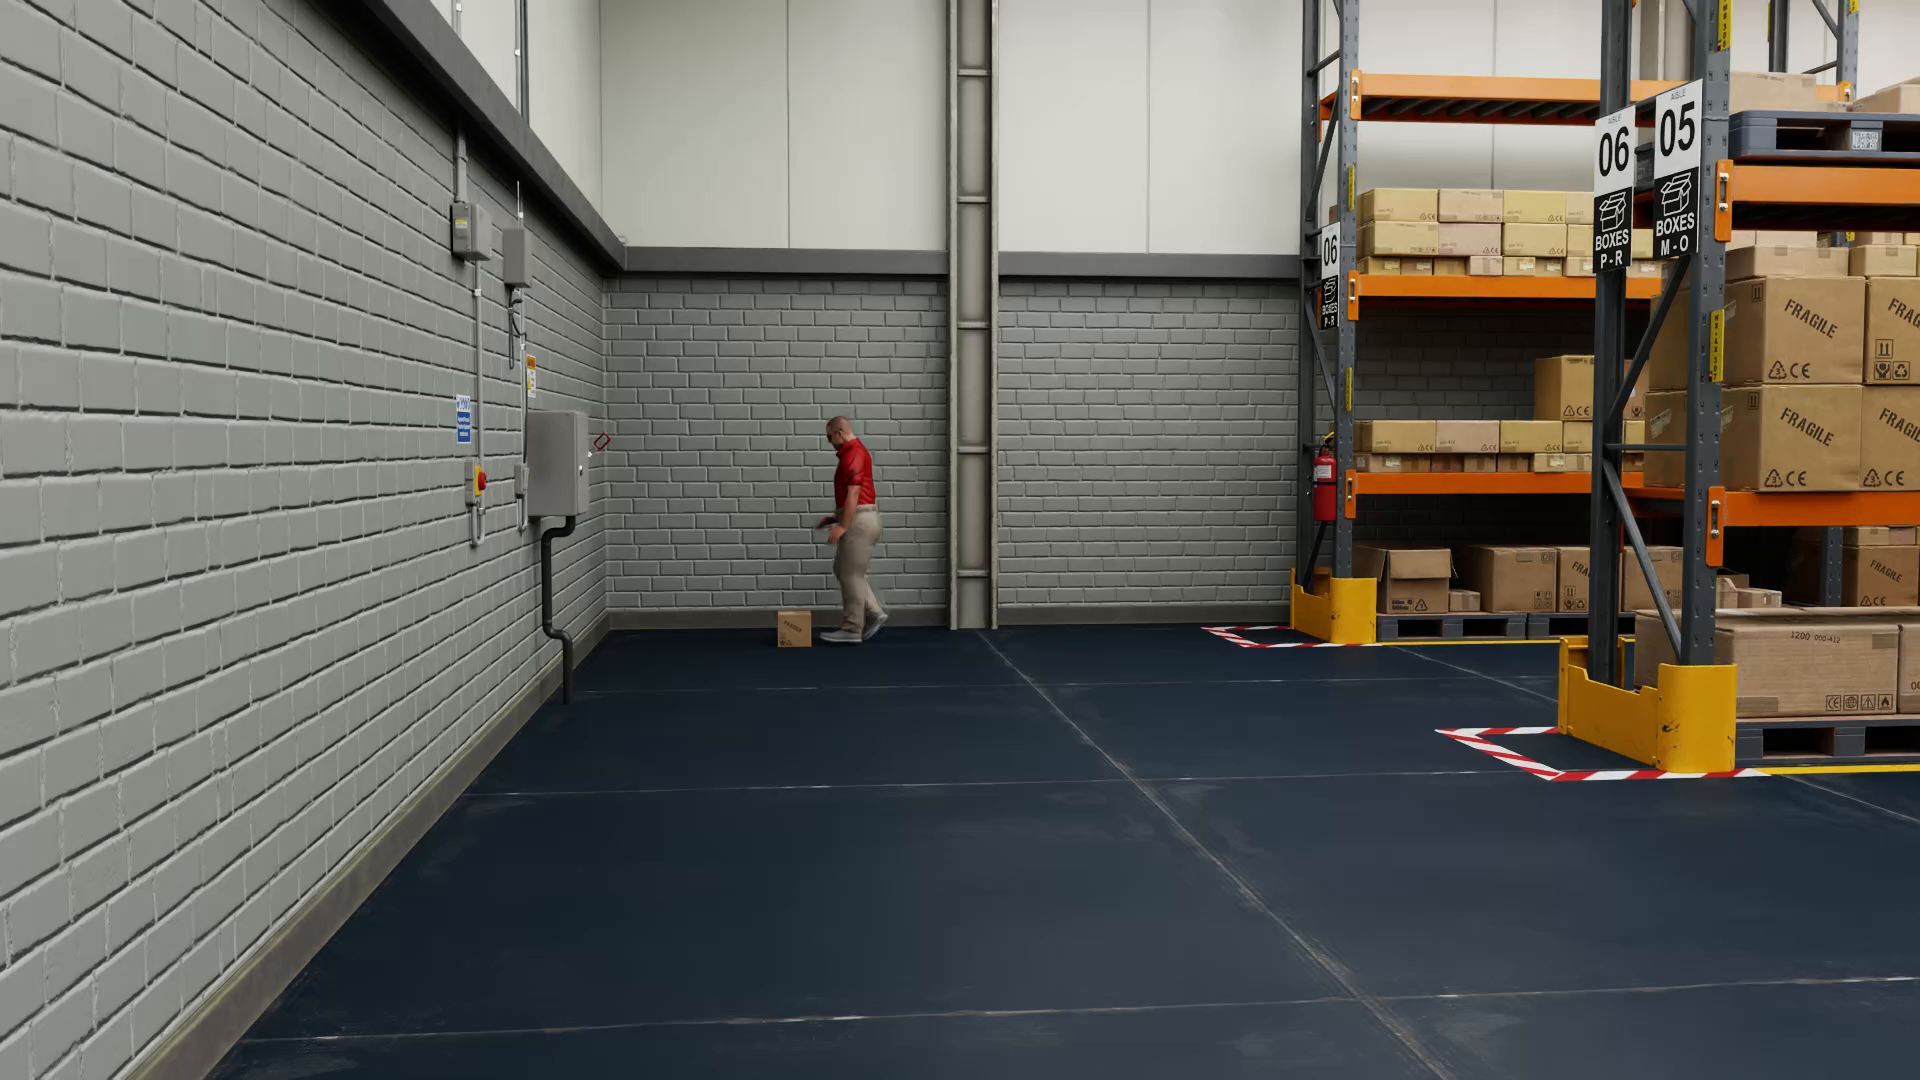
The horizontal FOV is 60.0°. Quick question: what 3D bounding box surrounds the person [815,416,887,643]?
[{"bbox_3d":[-0.849,-0.069,12.627,0.565,1.742,0.551,0,3,5],"label":"person"}]
